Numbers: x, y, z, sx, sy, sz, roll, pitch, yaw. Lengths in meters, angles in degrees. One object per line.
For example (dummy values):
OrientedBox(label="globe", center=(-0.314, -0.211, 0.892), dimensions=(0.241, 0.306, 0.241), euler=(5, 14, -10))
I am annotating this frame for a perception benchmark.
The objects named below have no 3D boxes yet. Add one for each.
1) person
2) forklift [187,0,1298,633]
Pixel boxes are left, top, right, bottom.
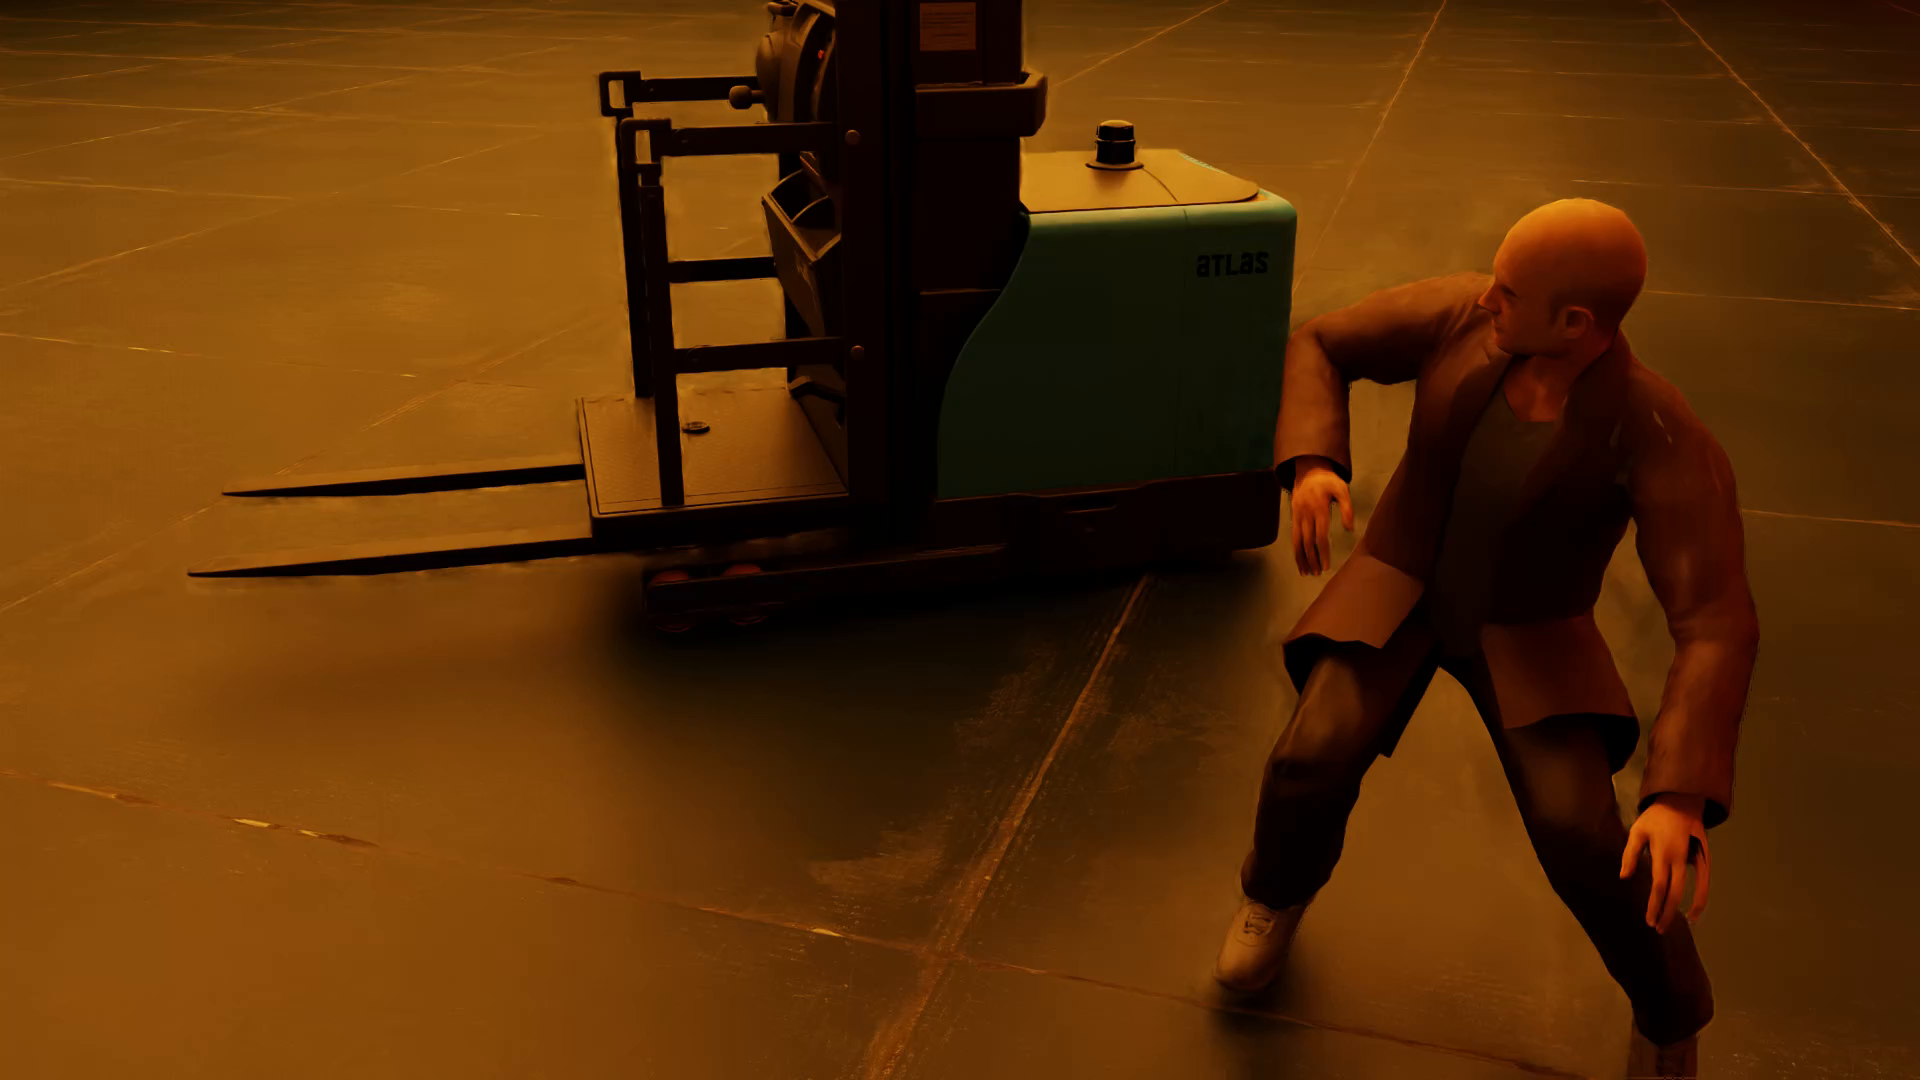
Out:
OrientedBox(label="person", center=(0.852, 0.215, 2.712), dimensions=(0.879, 1.547, 0.859), euler=(12, 25, 27))
OrientedBox(label="forklift", center=(-0.626, -1.326, 4.491), dimensions=(3.031, 2.935, 1.130), euler=(-6, 23, -13))
